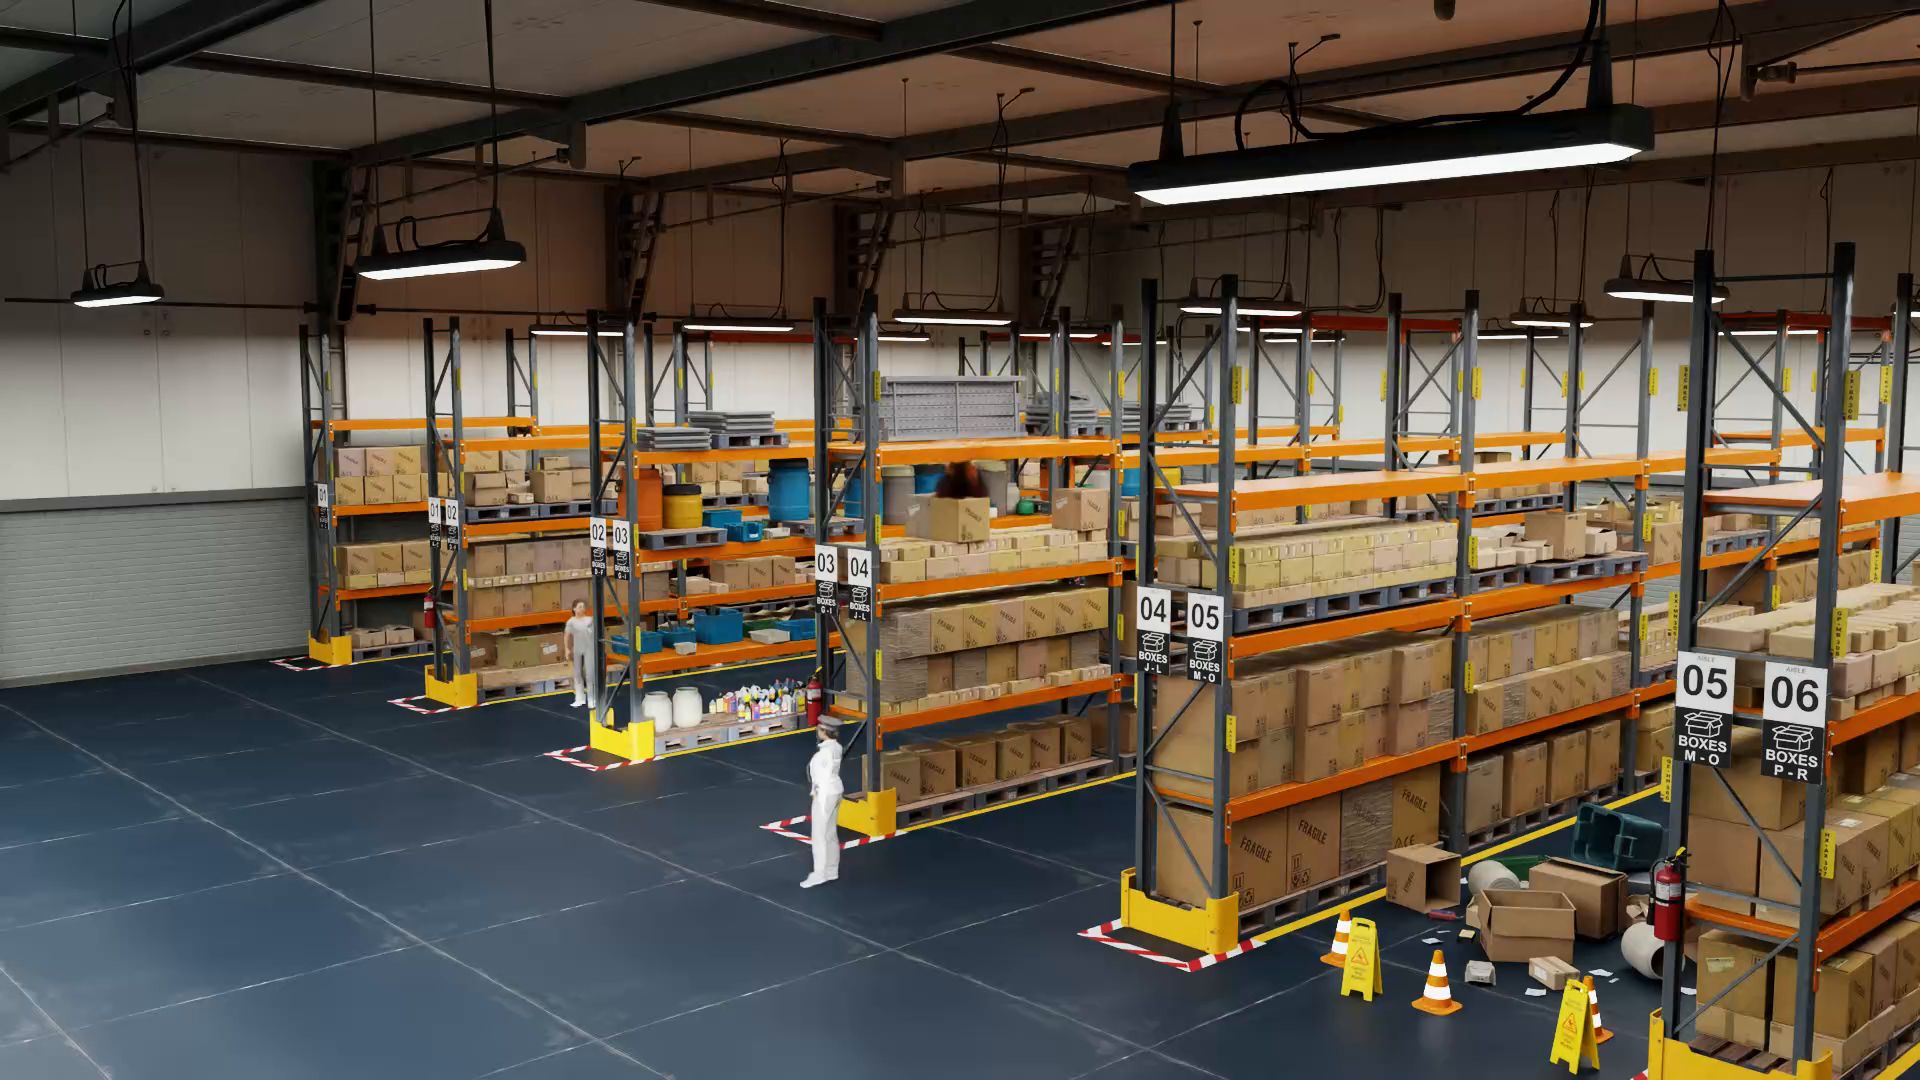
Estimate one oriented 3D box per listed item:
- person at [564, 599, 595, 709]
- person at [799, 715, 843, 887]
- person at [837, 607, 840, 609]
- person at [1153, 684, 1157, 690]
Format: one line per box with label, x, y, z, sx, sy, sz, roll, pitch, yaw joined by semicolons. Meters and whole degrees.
person;-5.858;1.760;25.625;0.472;1.682;0.592;0;6;3
person;-1.390;2.639;16.877;0.381;1.716;0.543;1;6;14
person;-2.611;1.009;33.596;0.648;1.590;0.554;-5;8;-40
person;3.076;1.577;26.930;0.572;1.797;0.523;-3;7;-30
